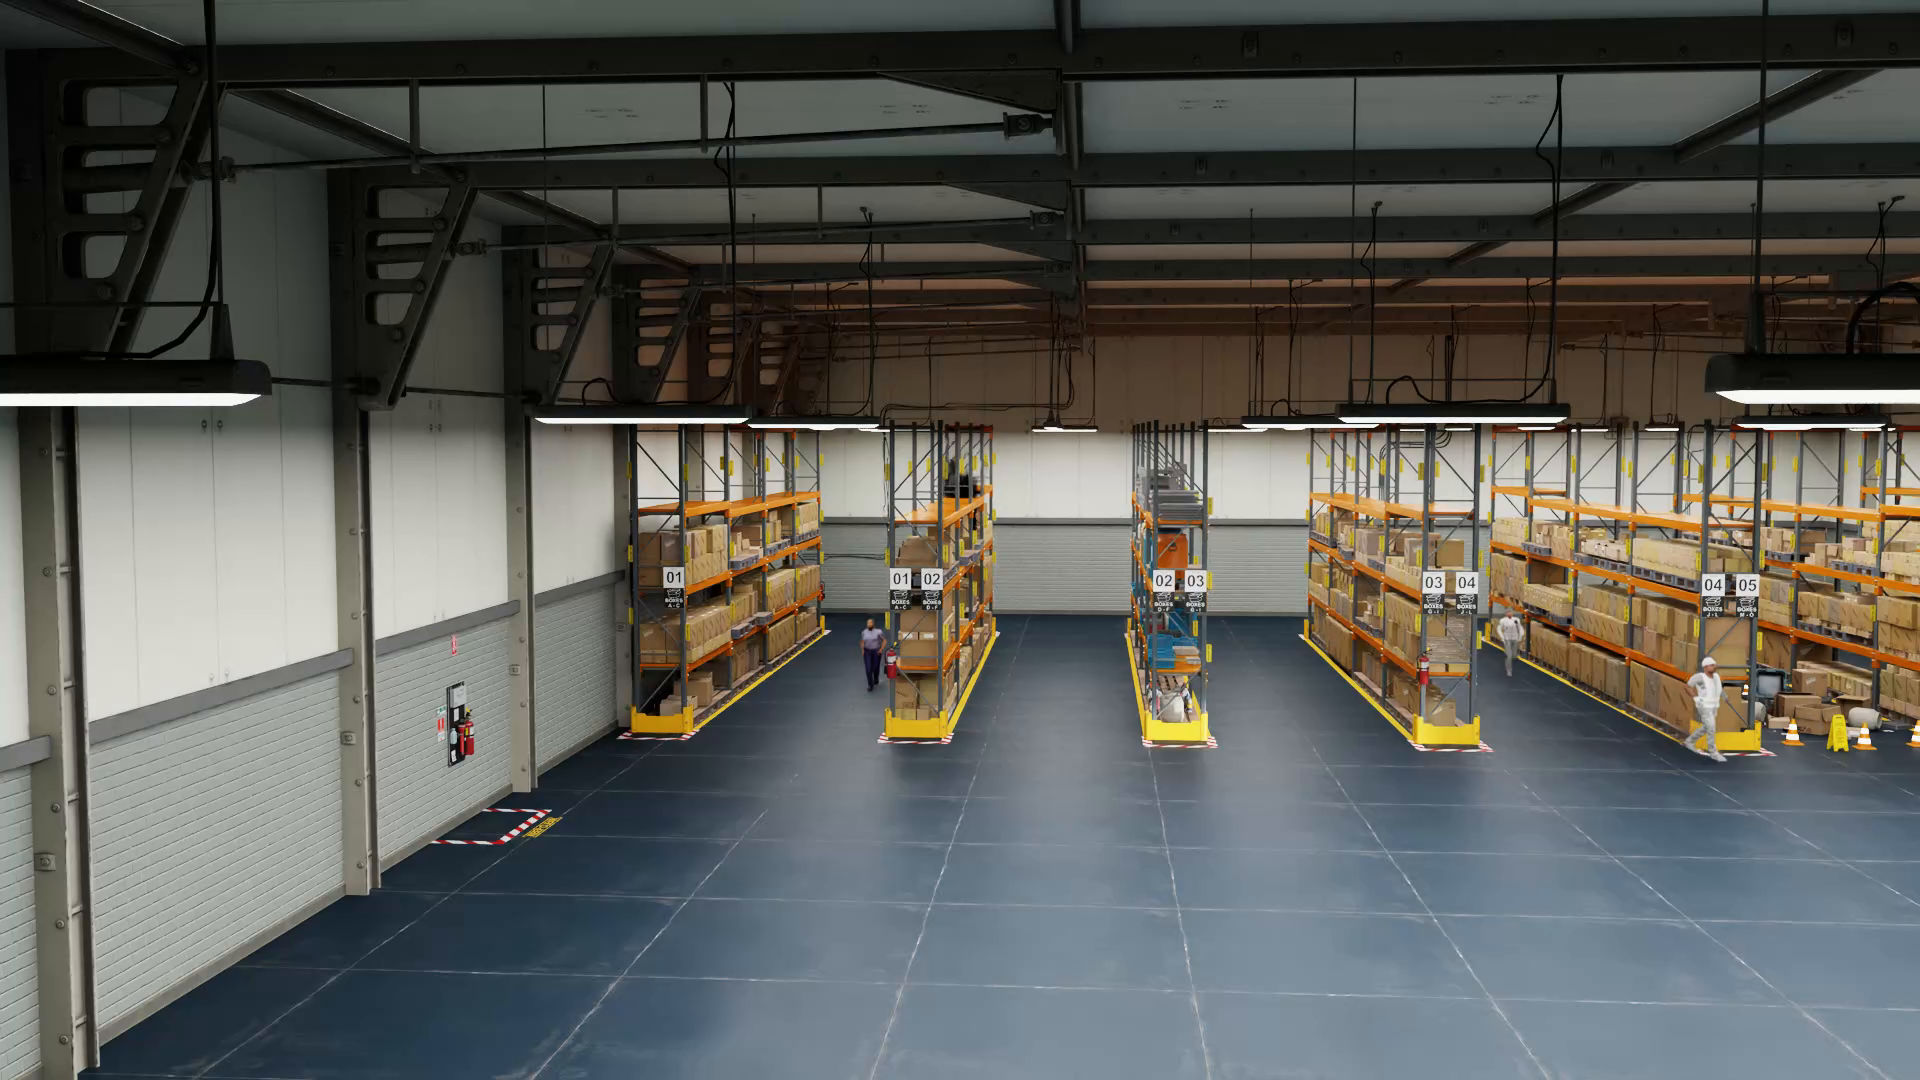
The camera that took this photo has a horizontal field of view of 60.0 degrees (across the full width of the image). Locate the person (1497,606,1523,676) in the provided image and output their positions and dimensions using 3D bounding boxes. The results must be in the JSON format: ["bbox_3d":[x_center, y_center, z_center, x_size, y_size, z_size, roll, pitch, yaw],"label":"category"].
[{"bbox_3d":[13.122,2.392,39.679,0.616,1.673,0.538,1,4,8],"label":"person"}]

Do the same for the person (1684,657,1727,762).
[{"bbox_3d":[13.146,2.947,29.287,0.692,1.776,0.921,-2,4,-29],"label":"person"}]

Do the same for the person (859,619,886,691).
[{"bbox_3d":[-1.970,2.574,37.319,0.605,1.606,0.535,0,4,8],"label":"person"}]
